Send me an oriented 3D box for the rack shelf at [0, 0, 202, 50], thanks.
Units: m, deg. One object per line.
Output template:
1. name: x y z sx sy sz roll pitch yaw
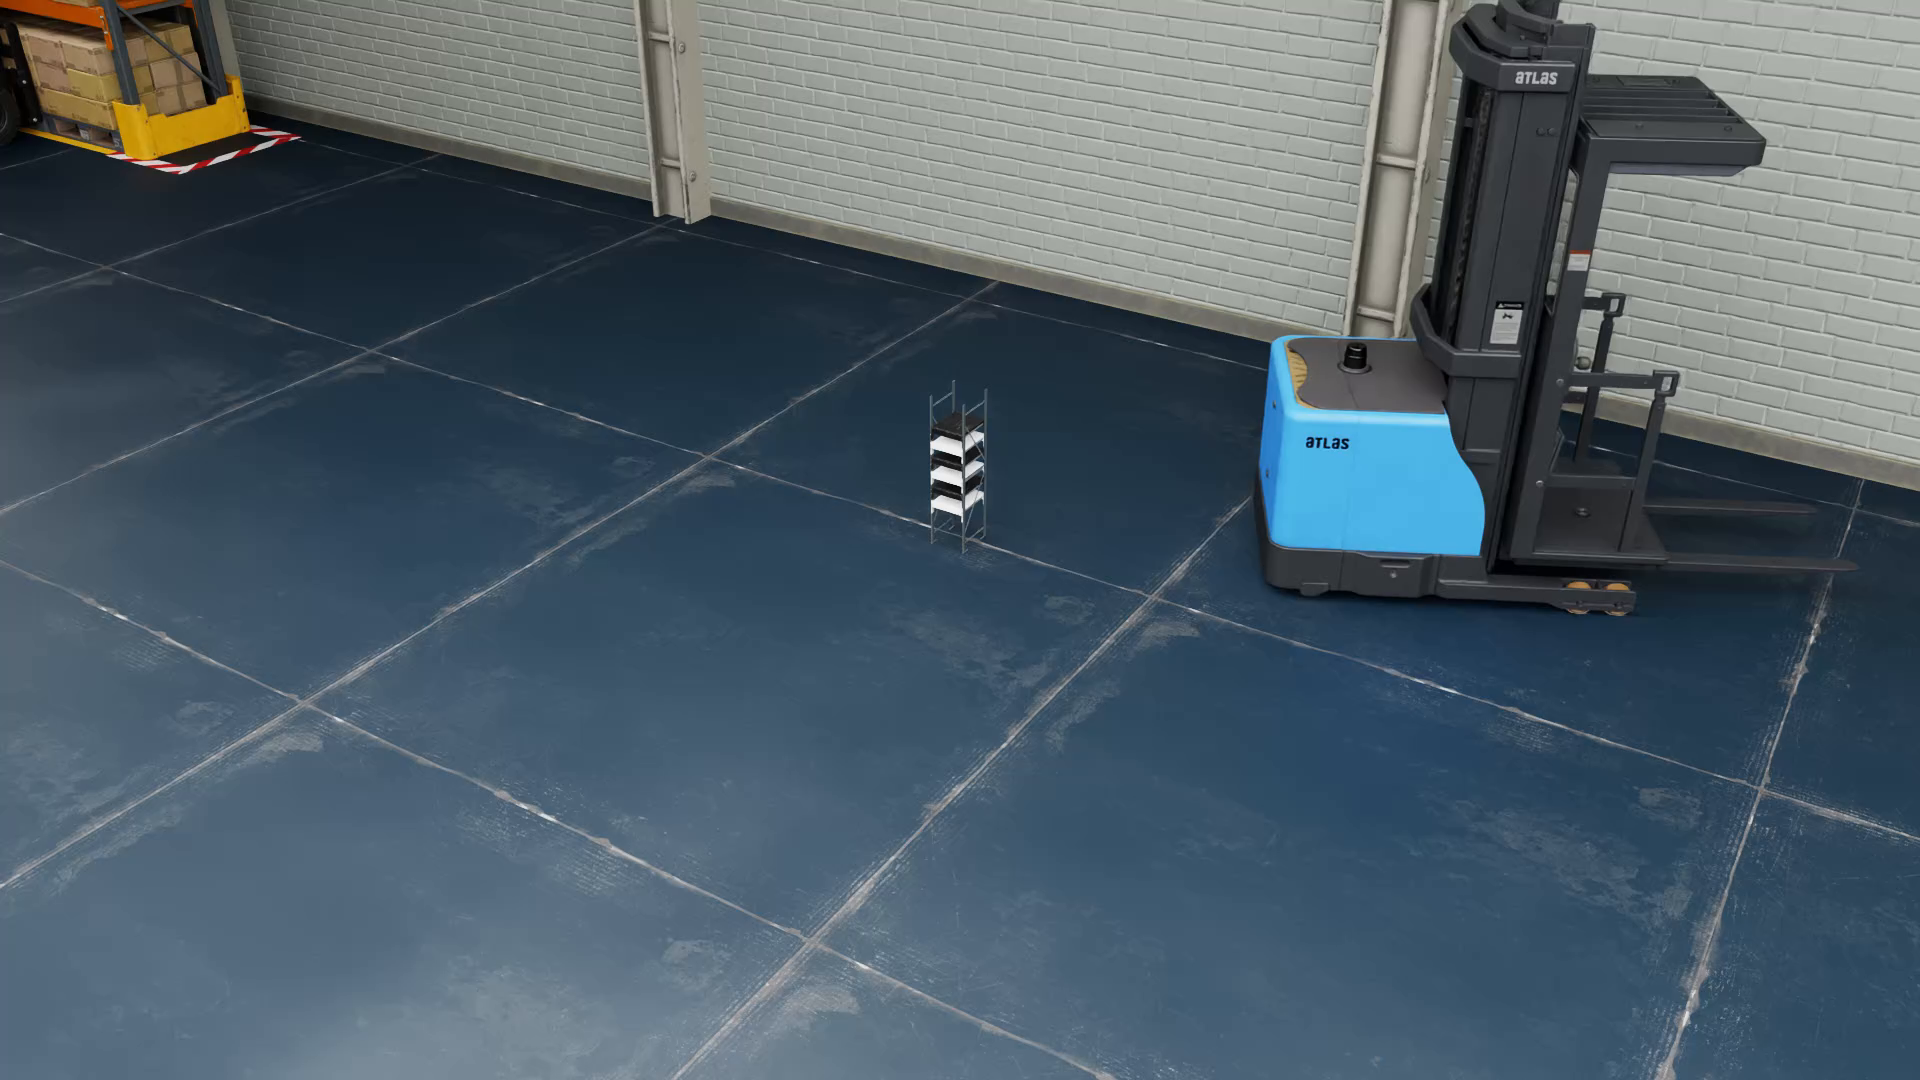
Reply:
1. rack shelf: -8.980 -5.280 16.038 4.000 0.370 1.077 18 35 27

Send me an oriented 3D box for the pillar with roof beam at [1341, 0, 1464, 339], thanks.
1. pillar with roof beam: 0.479 -3.166 5.746 0.400 9.000 9.100 18 35 27

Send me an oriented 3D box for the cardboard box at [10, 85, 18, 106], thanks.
1. cardboard box: -9.139 -4.445 16.204 0.500 0.250 0.500 19 35 29

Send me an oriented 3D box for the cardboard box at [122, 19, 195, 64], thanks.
1. cardboard box: -7.592 -4.690 15.633 0.500 0.250 0.500 17 34 27

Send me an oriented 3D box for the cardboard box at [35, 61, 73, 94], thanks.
1. cardboard box: -8.283 -4.401 15.633 0.500 0.250 0.500 17 34 27

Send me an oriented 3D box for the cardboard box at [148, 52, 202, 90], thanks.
1. cardboard box: -7.574 -4.479 15.767 0.500 0.250 0.500 18 35 28

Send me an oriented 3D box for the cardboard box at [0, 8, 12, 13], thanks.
1. cardboard box: -9.576 -5.019 16.196 0.500 0.250 0.500 19 35 29

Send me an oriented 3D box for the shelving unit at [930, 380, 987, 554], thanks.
1. shelving unit: -0.007 -0.391 9.027 0.210 0.900 0.258 18 35 27

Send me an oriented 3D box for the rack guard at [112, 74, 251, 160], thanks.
1. rack guard: -7.266 -3.969 15.557 0.348 0.500 1.175 18 35 27

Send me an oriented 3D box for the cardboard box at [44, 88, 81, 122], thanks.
1. cardboard box: -8.268 -4.177 15.745 0.500 0.250 0.500 18 35 27

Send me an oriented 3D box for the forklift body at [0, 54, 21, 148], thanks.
1. forklift body: -9.862 -4.418 14.688 1.214 2.155 2.313 18 35 27

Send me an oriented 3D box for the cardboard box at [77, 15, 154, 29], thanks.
1. cardboard box: -8.018 -4.823 15.860 0.500 0.250 0.500 18 35 27

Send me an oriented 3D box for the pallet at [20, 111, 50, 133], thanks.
1. pallet: -8.985 -4.365 16.523 1.213 0.211 1.003 18 35 27

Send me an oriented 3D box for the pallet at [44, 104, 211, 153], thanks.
1. pallet: -7.956 -4.038 15.962 1.213 0.211 1.003 18 35 27

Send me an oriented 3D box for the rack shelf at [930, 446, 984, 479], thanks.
1. rack shelf: -0.007 -0.440 8.998 0.200 0.077 0.258 18 35 27

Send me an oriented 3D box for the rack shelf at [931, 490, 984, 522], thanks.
1. rack shelf: -0.007 -0.207 9.134 0.200 0.077 0.258 18 35 27

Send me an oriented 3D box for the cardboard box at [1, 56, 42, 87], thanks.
1. cardboard box: -8.732 -4.530 15.854 0.500 0.250 0.500 17 34 26

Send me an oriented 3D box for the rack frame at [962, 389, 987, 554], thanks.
1. rack frame: 0.079 -0.364 8.980 0.006 0.900 0.240 18 35 27

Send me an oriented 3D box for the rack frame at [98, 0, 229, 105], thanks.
1. rack frame: -7.286 -5.055 14.939 0.127 3.000 1.000 18 35 27

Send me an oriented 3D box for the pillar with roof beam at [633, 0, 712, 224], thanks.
1. pillar with roof beam: -4.603 -4.773 8.501 0.400 9.000 9.100 18 35 27

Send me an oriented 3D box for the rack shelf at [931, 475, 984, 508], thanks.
1. rack shelf: -0.007 -0.284 9.089 0.200 0.077 0.258 18 35 27

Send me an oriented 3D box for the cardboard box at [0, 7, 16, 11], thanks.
1. cardboard box: -9.296 -5.233 16.562 0.500 0.250 0.500 18 35 28

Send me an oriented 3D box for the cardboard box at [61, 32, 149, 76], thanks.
1. cardboard box: -7.842 -4.471 15.257 0.500 0.250 0.500 19 35 29

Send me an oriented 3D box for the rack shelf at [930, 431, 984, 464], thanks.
1. rack shelf: -0.007 -0.518 8.953 0.200 0.077 0.258 18 35 27

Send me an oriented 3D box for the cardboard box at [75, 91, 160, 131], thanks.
1. cardboard box: -7.852 -4.040 15.510 0.500 0.250 0.500 18 35 28

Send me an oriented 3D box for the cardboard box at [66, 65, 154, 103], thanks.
1. cardboard box: -7.864 -4.262 15.394 0.500 0.250 0.500 17 34 27

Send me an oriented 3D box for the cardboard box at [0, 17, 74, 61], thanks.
1. cardboard box: -8.710 -4.736 15.712 0.500 0.250 0.500 18 35 28

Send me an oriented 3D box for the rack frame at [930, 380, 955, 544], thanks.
1. rack frame: -0.093 -0.418 9.074 0.006 0.900 0.240 18 35 27

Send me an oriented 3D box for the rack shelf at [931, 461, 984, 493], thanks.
1. rack shelf: -0.007 -0.362 9.044 0.200 0.077 0.258 18 35 27

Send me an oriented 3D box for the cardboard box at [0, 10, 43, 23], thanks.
1. cardboard box: -9.135 -4.875 15.950 0.500 0.250 0.500 17 34 26

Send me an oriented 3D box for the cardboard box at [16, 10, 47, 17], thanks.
1. cardboard box: -8.866 -5.101 16.337 0.500 0.250 0.500 17 34 26

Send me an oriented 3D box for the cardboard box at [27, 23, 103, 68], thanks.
1. cardboard box: -8.277 -4.605 15.487 0.500 0.250 0.500 18 35 28

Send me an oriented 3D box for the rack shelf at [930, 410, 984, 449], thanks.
1. rack shelf: -0.007 -0.595 8.908 0.200 0.077 0.258 18 35 27

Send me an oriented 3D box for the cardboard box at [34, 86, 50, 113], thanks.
1. cardboard box: -8.687 -4.315 15.982 0.500 0.250 0.500 18 35 28

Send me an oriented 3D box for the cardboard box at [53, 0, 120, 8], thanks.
1. cardboard box: -7.842 -5.118 14.947 0.500 0.500 0.500 17 34 26

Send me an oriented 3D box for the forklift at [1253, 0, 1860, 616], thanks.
1. forklift: 3.148 -1.155 8.321 3.031 2.935 1.130 2 30 4

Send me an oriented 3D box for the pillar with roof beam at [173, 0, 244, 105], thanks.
1. pillar with roof beam: -9.685 -6.380 11.256 0.400 9.000 9.100 18 35 27

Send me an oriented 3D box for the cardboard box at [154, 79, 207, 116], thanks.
1. cardboard box: -7.598 -4.264 15.894 0.500 0.250 0.500 18 35 28

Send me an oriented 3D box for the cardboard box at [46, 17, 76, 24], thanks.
1. cardboard box: -8.435 -4.961 16.097 0.500 0.250 0.500 17 34 27
